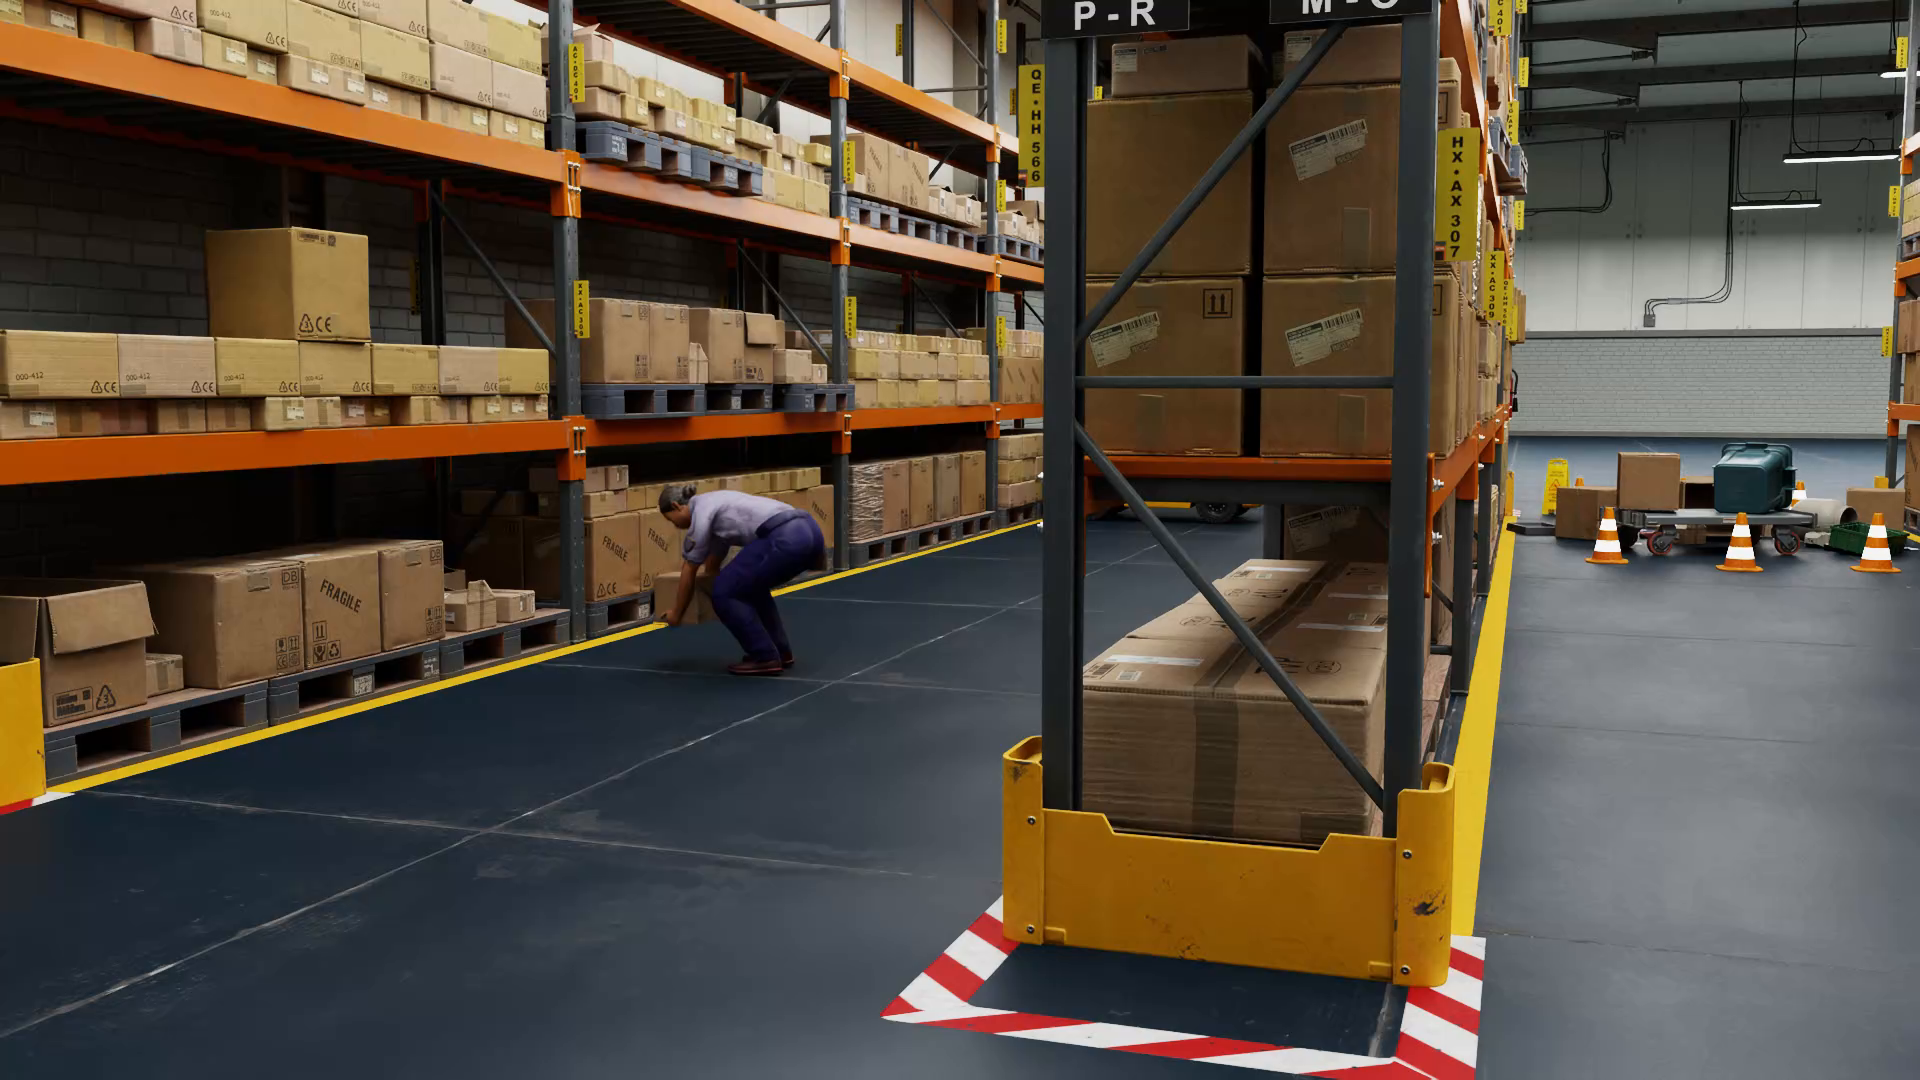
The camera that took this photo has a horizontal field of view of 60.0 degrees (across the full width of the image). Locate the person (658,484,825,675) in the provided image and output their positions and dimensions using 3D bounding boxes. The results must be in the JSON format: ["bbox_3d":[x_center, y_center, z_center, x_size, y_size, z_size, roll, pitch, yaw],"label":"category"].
[{"bbox_3d":[-1.172,0.198,8.796,0.892,0.985,0.510,2,6,16],"label":"person"}]
